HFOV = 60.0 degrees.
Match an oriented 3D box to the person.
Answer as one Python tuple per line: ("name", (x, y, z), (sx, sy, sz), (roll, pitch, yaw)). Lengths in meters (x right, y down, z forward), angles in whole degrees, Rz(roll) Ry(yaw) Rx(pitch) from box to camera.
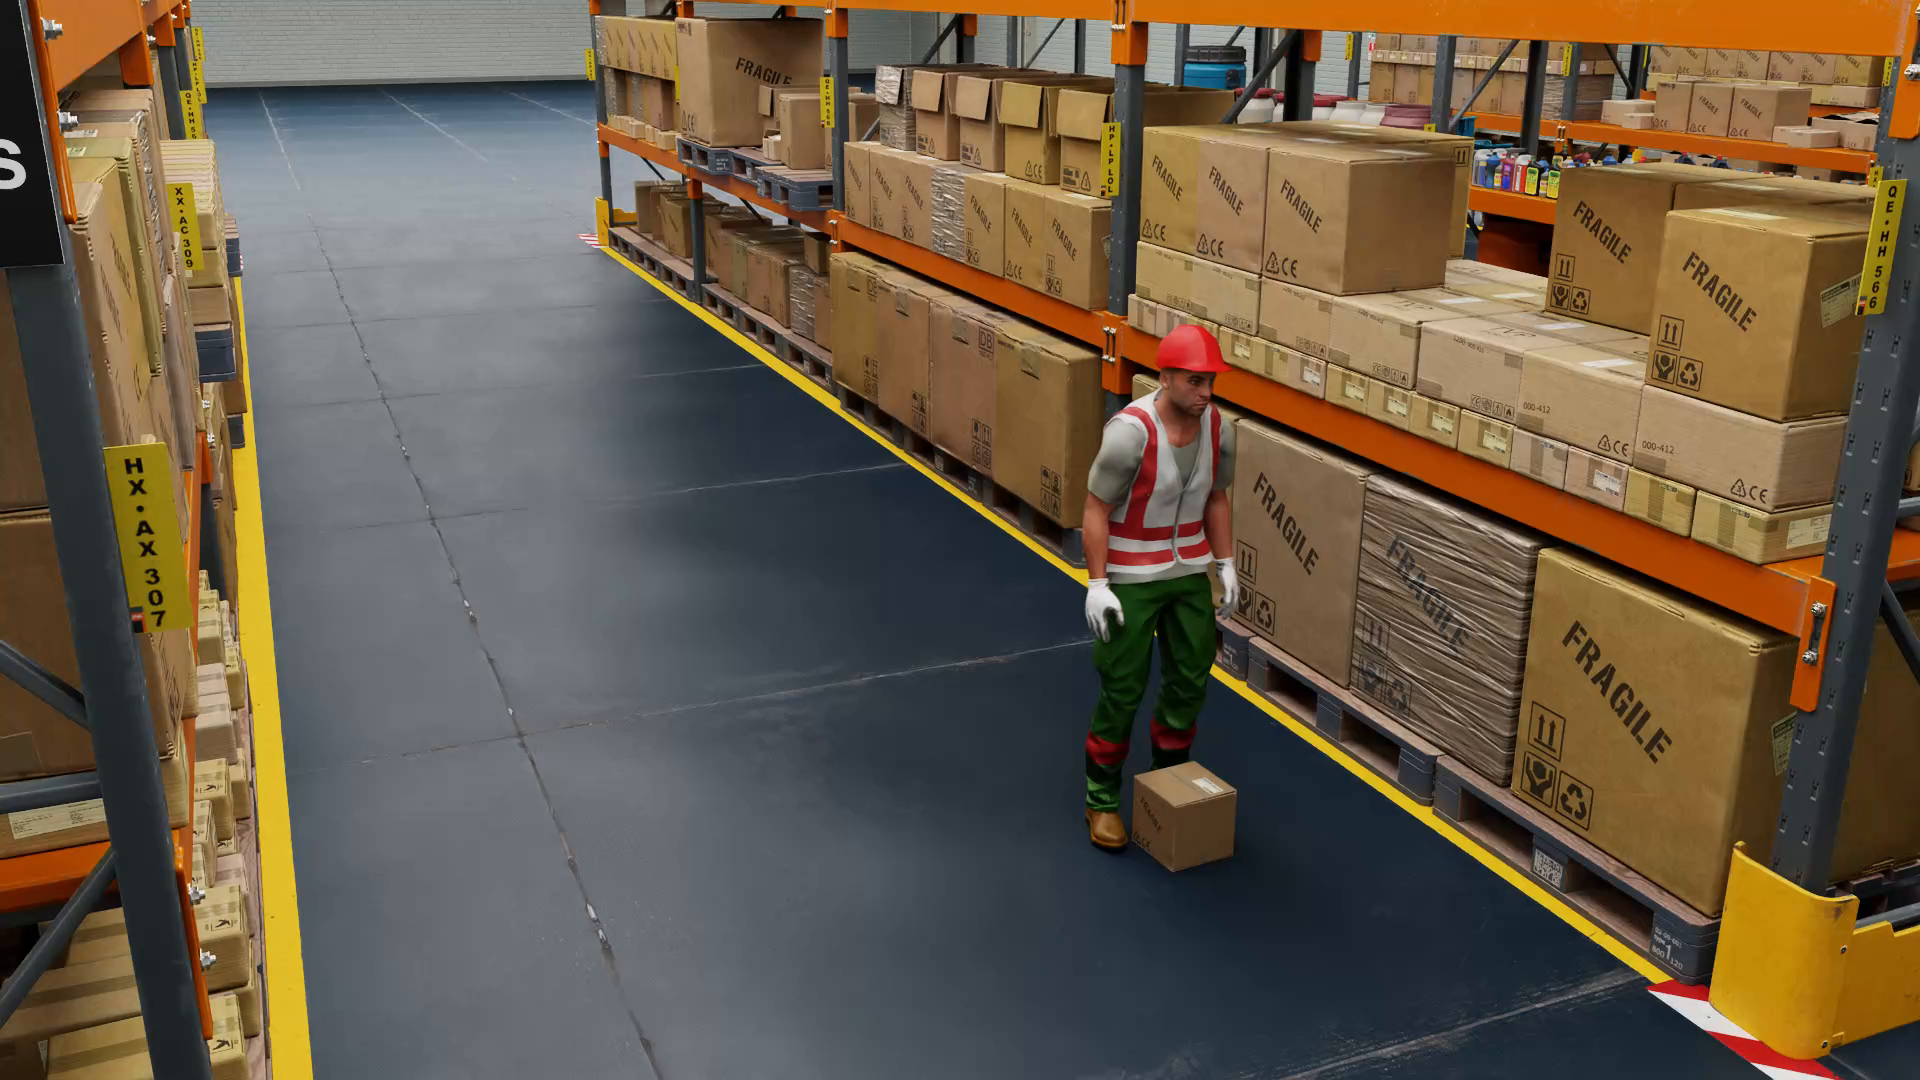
("person", (1.520, -1.885, 11.623), (7.847, 1.778, 11.025), (-9, 21, -25))
